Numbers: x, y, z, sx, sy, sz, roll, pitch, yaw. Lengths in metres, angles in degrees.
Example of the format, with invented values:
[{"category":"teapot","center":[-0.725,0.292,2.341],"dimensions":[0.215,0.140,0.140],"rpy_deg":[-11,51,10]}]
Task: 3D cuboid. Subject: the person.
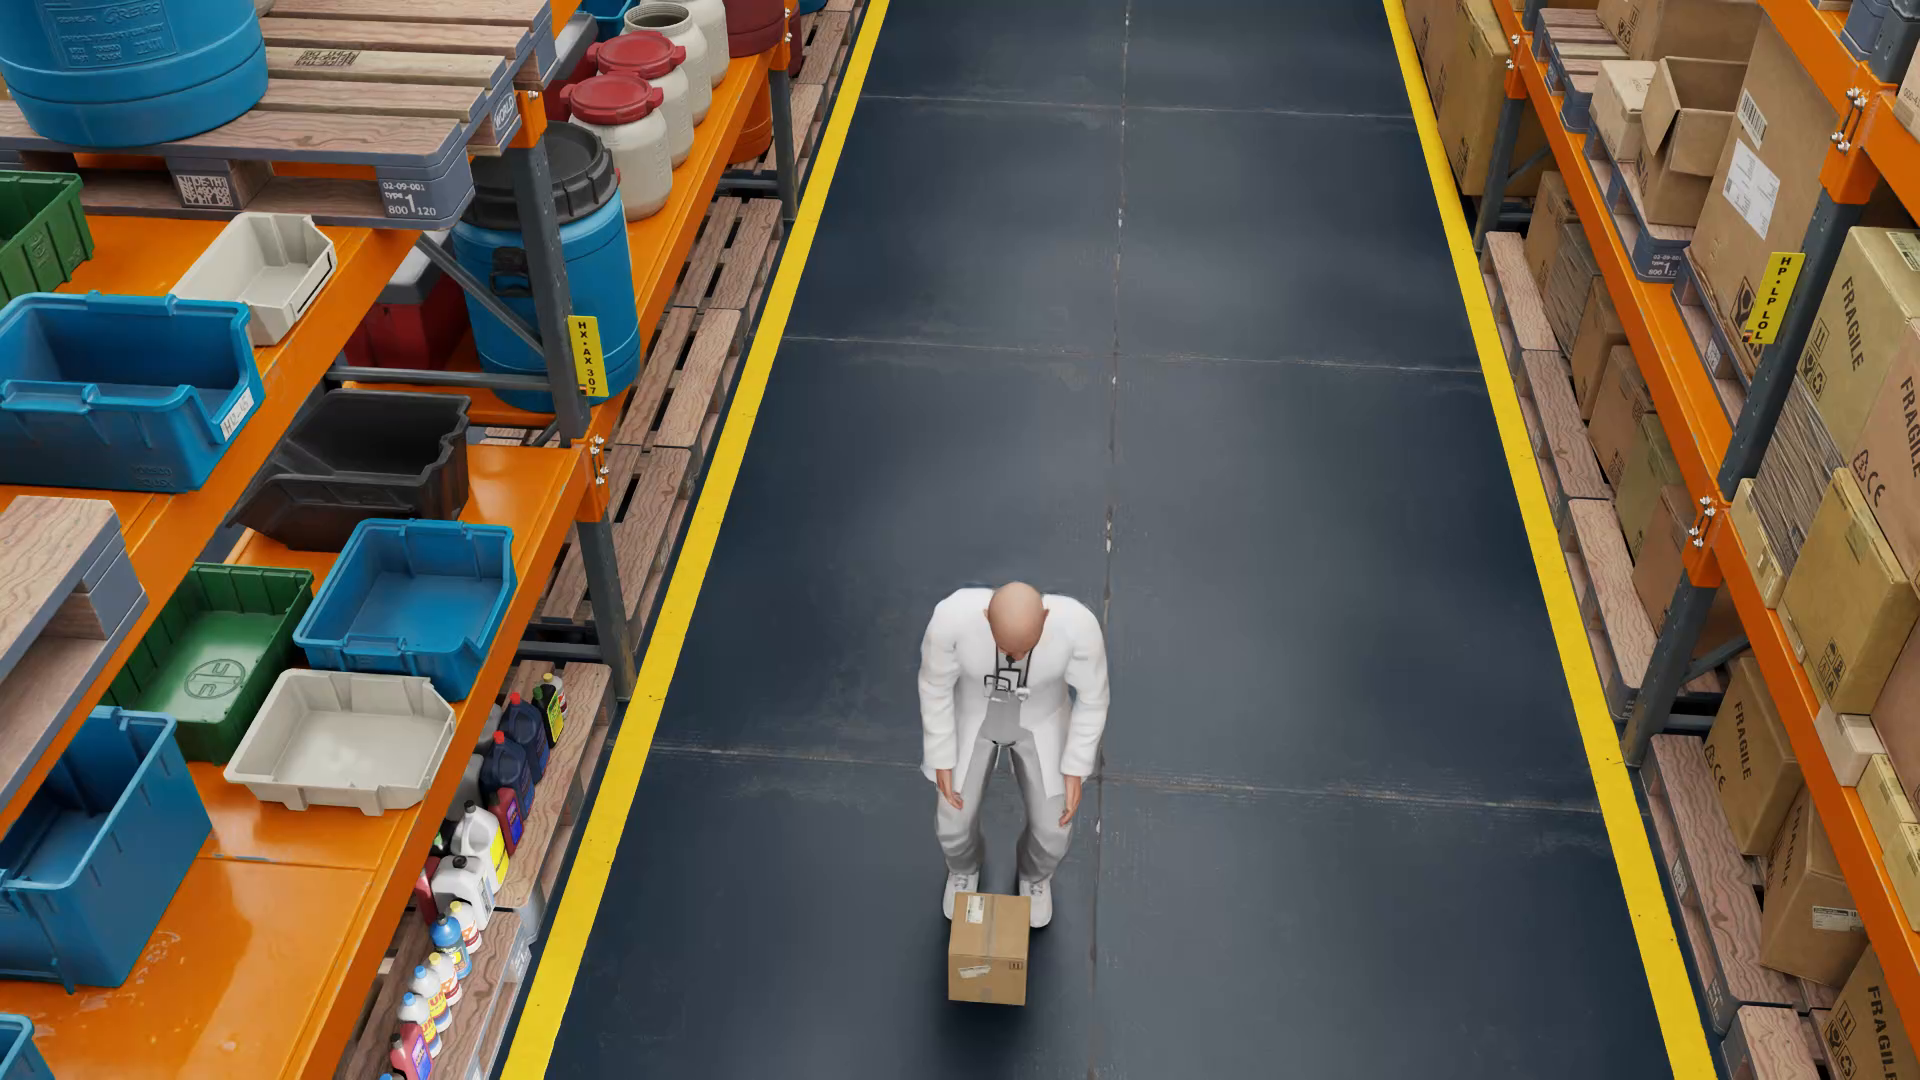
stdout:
[{"category":"person","center":[0.175,0.653,5.514],"dimensions":[0.619,1.612,0.564],"rpy_deg":[4,40,4]}]
